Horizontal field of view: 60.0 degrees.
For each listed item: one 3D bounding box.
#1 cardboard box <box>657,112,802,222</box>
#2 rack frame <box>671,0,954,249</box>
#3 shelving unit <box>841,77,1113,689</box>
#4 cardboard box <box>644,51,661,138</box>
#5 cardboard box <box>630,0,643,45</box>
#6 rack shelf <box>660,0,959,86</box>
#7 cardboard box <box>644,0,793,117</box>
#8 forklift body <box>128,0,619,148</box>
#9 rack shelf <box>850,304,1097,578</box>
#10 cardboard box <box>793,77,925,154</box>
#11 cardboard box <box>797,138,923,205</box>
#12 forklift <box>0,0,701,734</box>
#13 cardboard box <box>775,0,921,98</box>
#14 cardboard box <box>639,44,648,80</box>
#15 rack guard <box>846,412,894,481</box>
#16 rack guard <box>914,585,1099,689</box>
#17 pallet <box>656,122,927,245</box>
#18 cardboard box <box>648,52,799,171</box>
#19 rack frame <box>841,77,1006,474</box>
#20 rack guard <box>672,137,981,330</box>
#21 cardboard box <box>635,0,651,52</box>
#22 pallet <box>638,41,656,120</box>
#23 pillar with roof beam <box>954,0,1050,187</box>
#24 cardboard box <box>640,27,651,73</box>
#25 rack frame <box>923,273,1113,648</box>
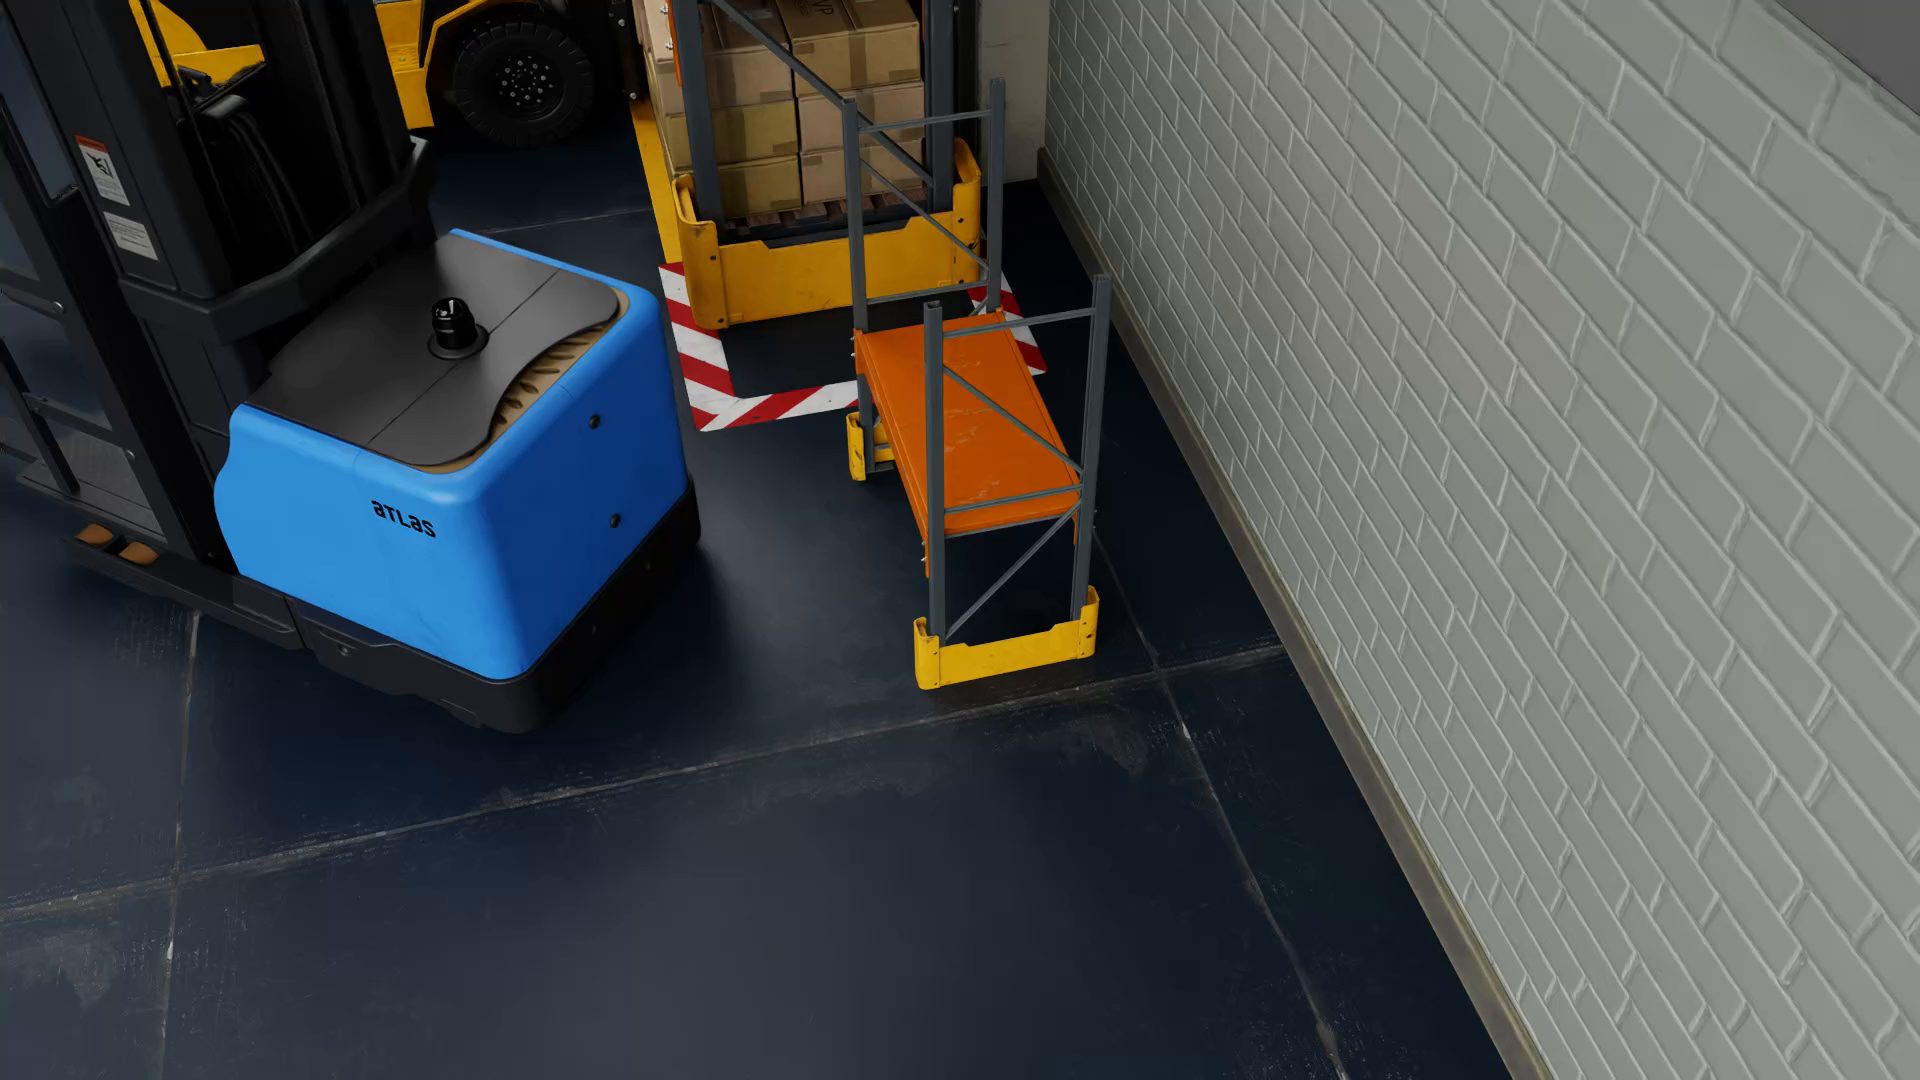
[{"bbox_3d":[-0.945,-1.562,6.811,0.500,0.250,0.500,-10,46,-10],"label":"cardboard box"},{"bbox_3d":[-0.520,-2.110,5.718,1.000,3.000,0.127,-11,47,-10],"label":"rack frame"},{"bbox_3d":[0.020,-0.472,5.163,0.587,1.500,1.083,-11,47,-10],"label":"shelving unit"},{"bbox_3d":[-1.064,-1.907,7.149,0.500,0.250,0.500,-11,47,-10],"label":"cardboard box"},{"bbox_3d":[-1.217,-2.450,7.332,0.500,0.250,0.500,-12,47,-11],"label":"cardboard box"},{"bbox_3d":[-1.032,-3.239,7.328,1.077,0.370,4.000,-11,47,-10],"label":"rack shelf"},{"bbox_3d":[-0.939,-1.906,6.449,0.500,0.250,0.500,-9,46,-9],"label":"cardboard box"},{"bbox_3d":[-2.769,-2.789,6.977,2.313,2.155,1.214,-11,47,-10],"label":"forklift body"},{"bbox_3d":[0.022,-0.340,5.285,0.538,0.185,1.000,-11,47,-10],"label":"rack shelf"},{"bbox_3d":[-0.439,-1.833,6.727,0.500,0.250,0.500,-10,46,-10],"label":"cardboard box"},{"bbox_3d":[-0.456,-1.670,6.917,0.500,0.250,0.500,-11,47,-10],"label":"cardboard box"},{"bbox_3d":[-2.436,-1.173,4.847,3.031,2.935,1.130,19,49,18],"label":"forklift"},{"bbox_3d":[-0.460,-2.011,6.552,0.500,0.250,0.500,-11,47,-11],"label":"cardboard box"},{"bbox_3d":[-1.183,-2.254,7.490,0.500,0.250,0.500,-10,46,-10],"label":"cardboard box"},{"bbox_3d":[-0.108,-0.379,5.946,0.587,0.250,0.087,-11,47,-10],"label":"rack guard"},{"bbox_3d":[0.147,0.309,5.272,0.587,0.250,0.087,-11,47,-10],"label":"rack guard"},{"bbox_3d":[-0.756,-1.655,7.224,1.003,0.211,1.213,-11,47,-10],"label":"pallet"},{"bbox_3d":[-0.947,-1.749,6.645,0.500,0.250,0.500,-11,47,-11],"label":"cardboard box"},{"bbox_3d":[-0.108,-0.817,5.501,0.500,1.500,0.032,-11,47,-10],"label":"rack frame"},{"bbox_3d":[-0.514,-1.219,6.594,1.175,0.500,0.348,-11,47,-10],"label":"rack guard"},{"bbox_3d":[-1.076,-2.257,6.793,0.500,0.250,0.500,-10,46,-10],"label":"cardboard box"},{"bbox_3d":[-1.065,-2.495,8.048,1.003,0.211,1.213,-11,47,-10],"label":"pallet"},{"bbox_3d":[-3.988,-4.069,3.437,9.100,9.000,0.400,-11,47,-10],"label":"pillar with roof beam"},{"bbox_3d":[-1.065,-2.097,6.986,0.500,0.250,0.500,-11,47,-11],"label":"cardboard box"},{"bbox_3d":[0.152,-0.115,4.813,0.500,1.500,0.032,-11,47,-10],"label":"rack frame"}]
